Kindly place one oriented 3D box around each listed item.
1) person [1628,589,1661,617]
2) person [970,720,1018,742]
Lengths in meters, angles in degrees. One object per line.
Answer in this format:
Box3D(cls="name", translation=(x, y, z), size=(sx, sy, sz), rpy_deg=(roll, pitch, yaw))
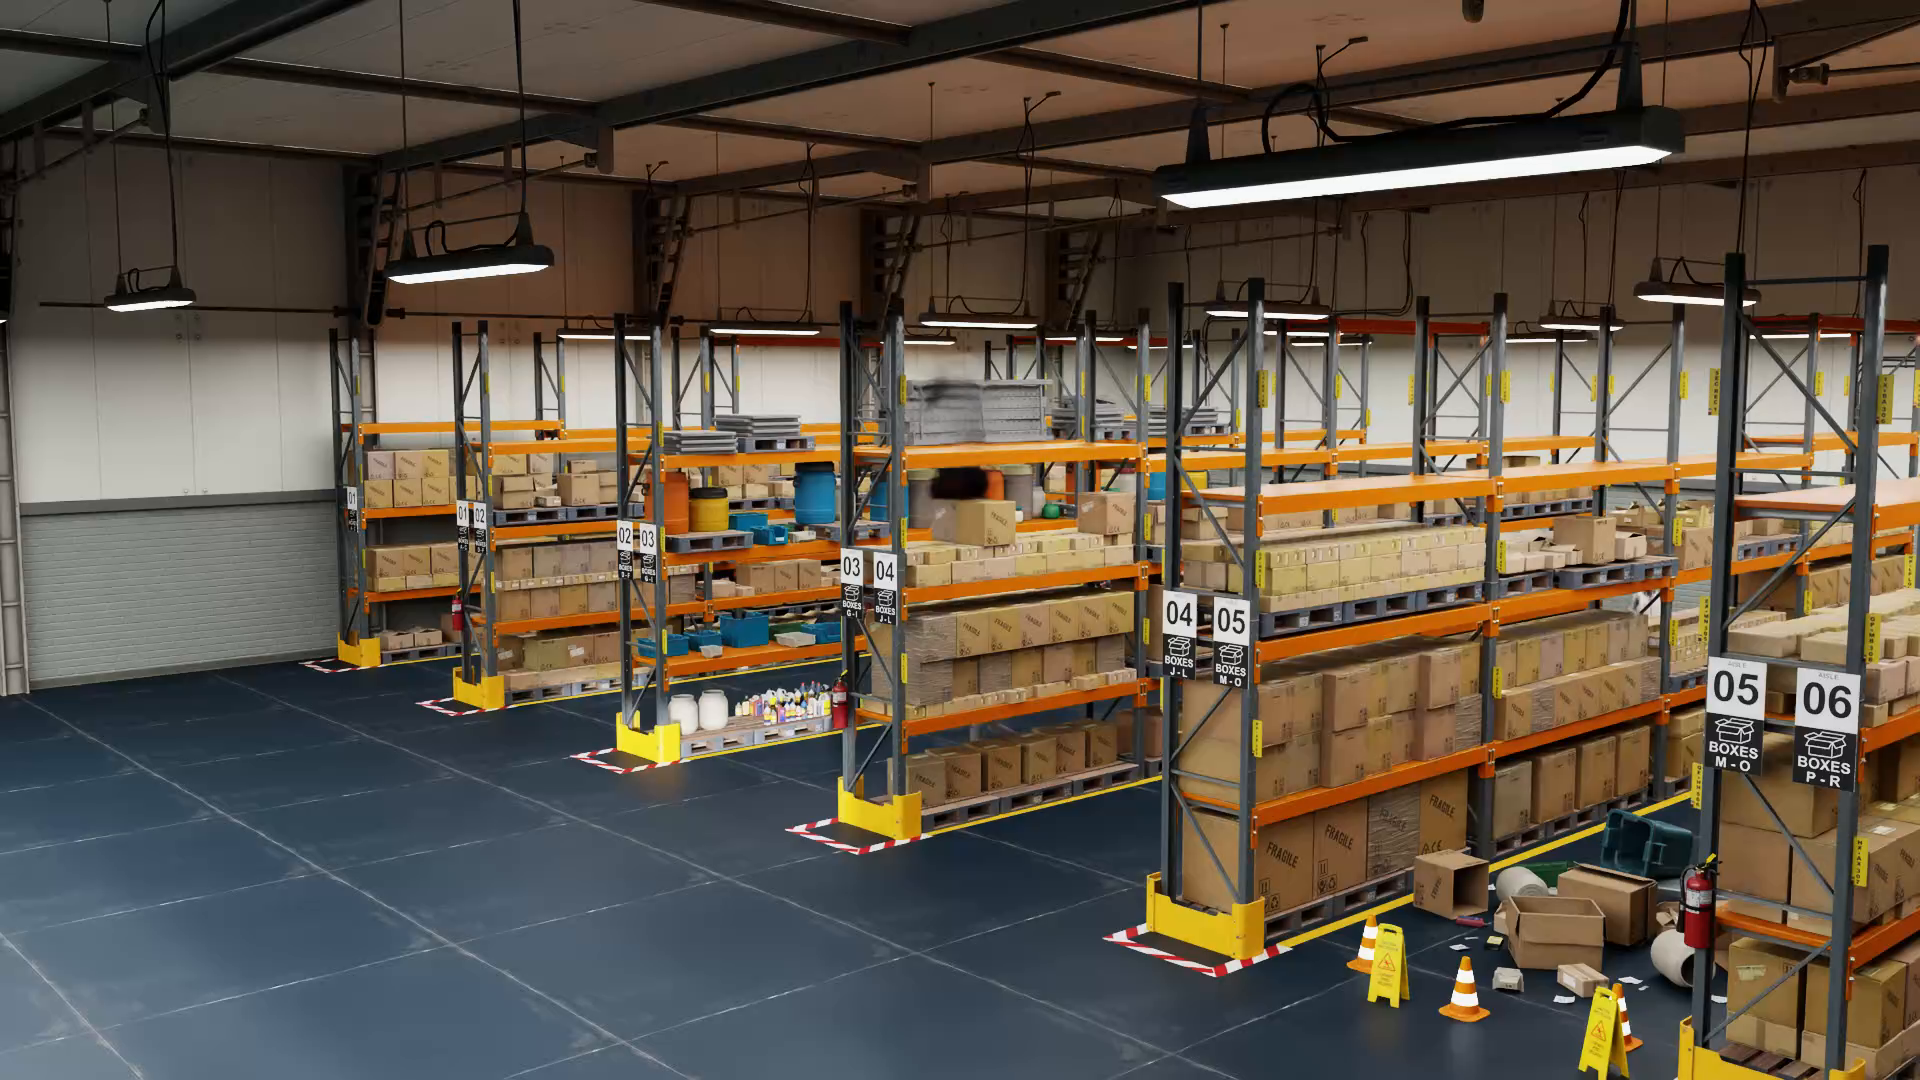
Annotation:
Box3D(cls="person", translation=(12.016, 1.460, 28.953), size=(0.708, 1.720, 0.549), rpy_deg=(1, 6, 11))
Box3D(cls="person", translation=(0.401, 2.135, 22.266), size=(0.915, 1.695, 0.580), rpy_deg=(-4, 7, -34))
